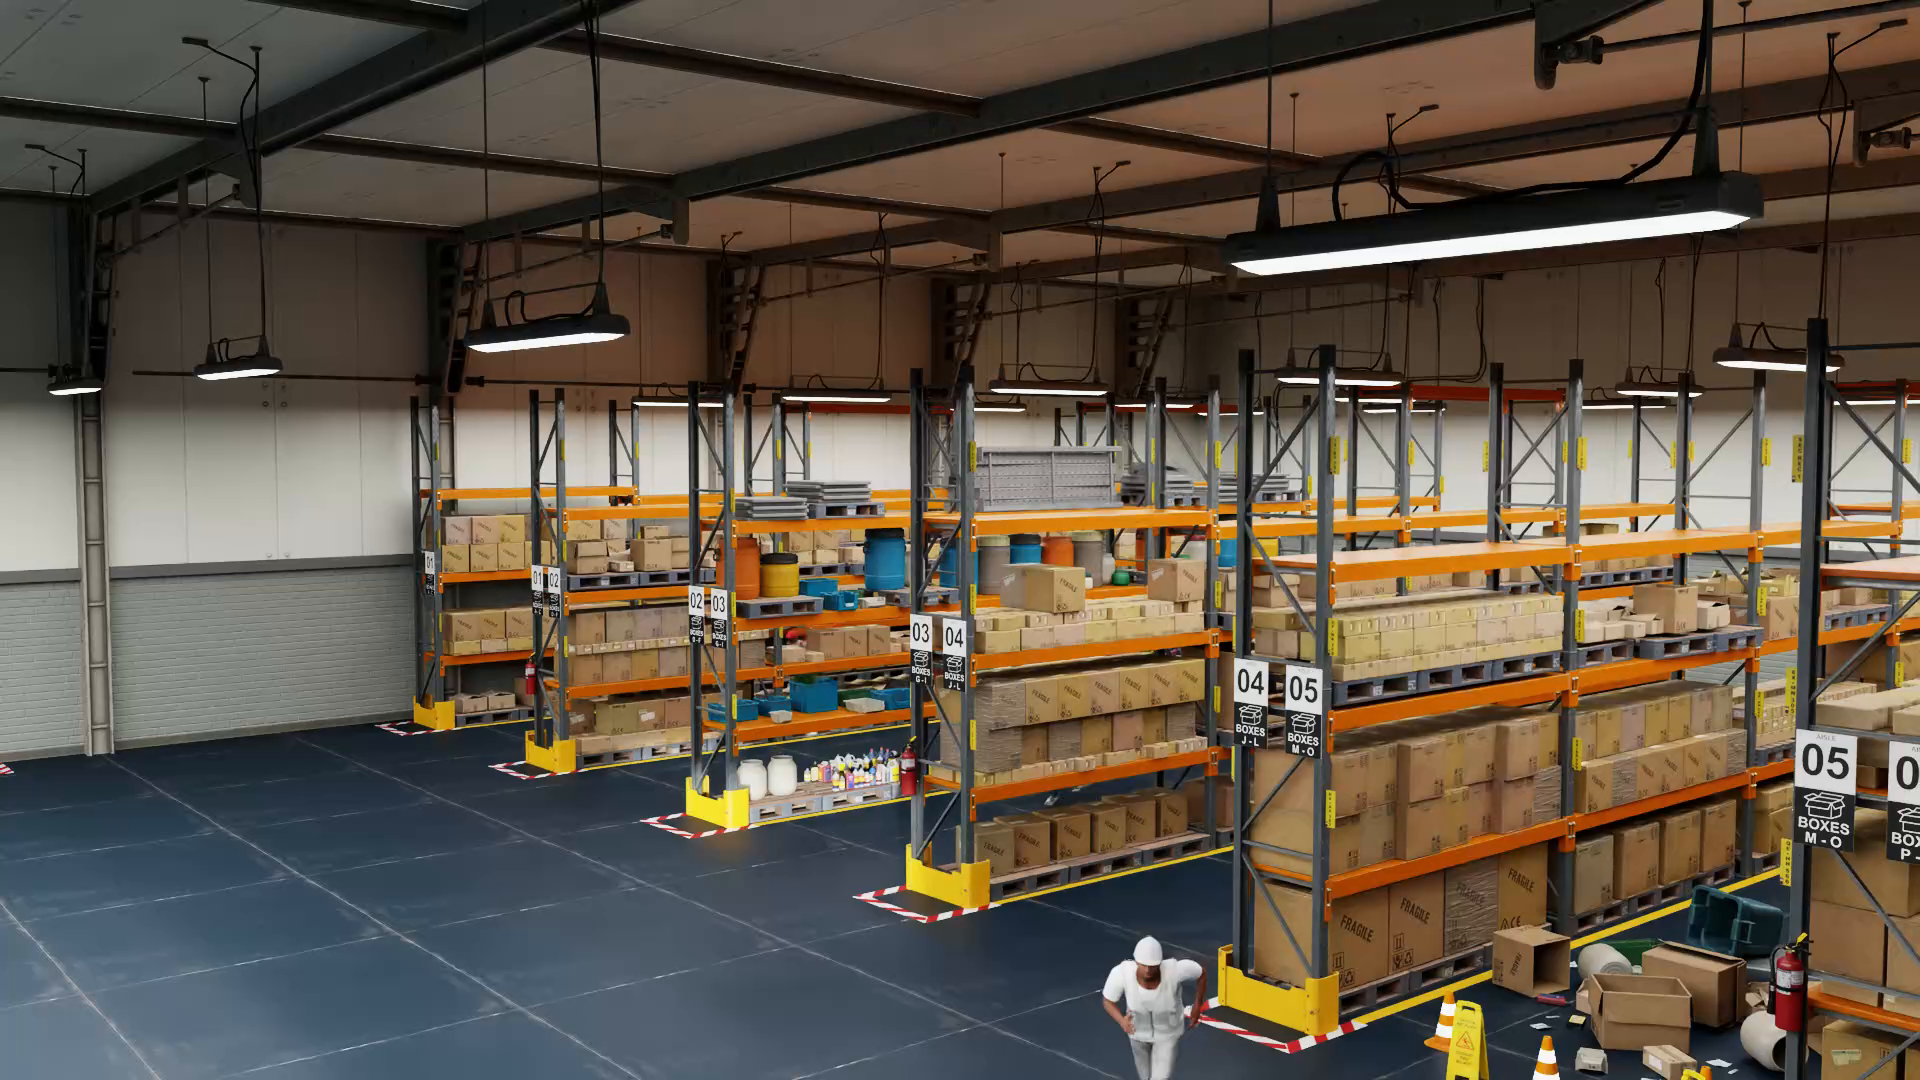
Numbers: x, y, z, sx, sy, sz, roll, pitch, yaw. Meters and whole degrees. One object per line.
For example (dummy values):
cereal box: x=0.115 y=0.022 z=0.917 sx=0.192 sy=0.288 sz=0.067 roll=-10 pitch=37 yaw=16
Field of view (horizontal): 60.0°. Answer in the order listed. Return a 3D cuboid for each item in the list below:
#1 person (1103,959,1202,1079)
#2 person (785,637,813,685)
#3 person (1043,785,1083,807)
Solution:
person: x=1.422 y=3.644 z=12.186 sx=0.704 sy=1.353 sz=0.849 roll=1 pitch=3 yaw=11
person: x=-3.080 y=2.516 z=31.935 sx=0.692 sy=1.543 sz=0.781 roll=2 pitch=4 yaw=32
person: x=1.528 y=3.015 z=23.858 sx=0.577 sy=1.546 sz=0.920 roll=3 pitch=4 yaw=40
